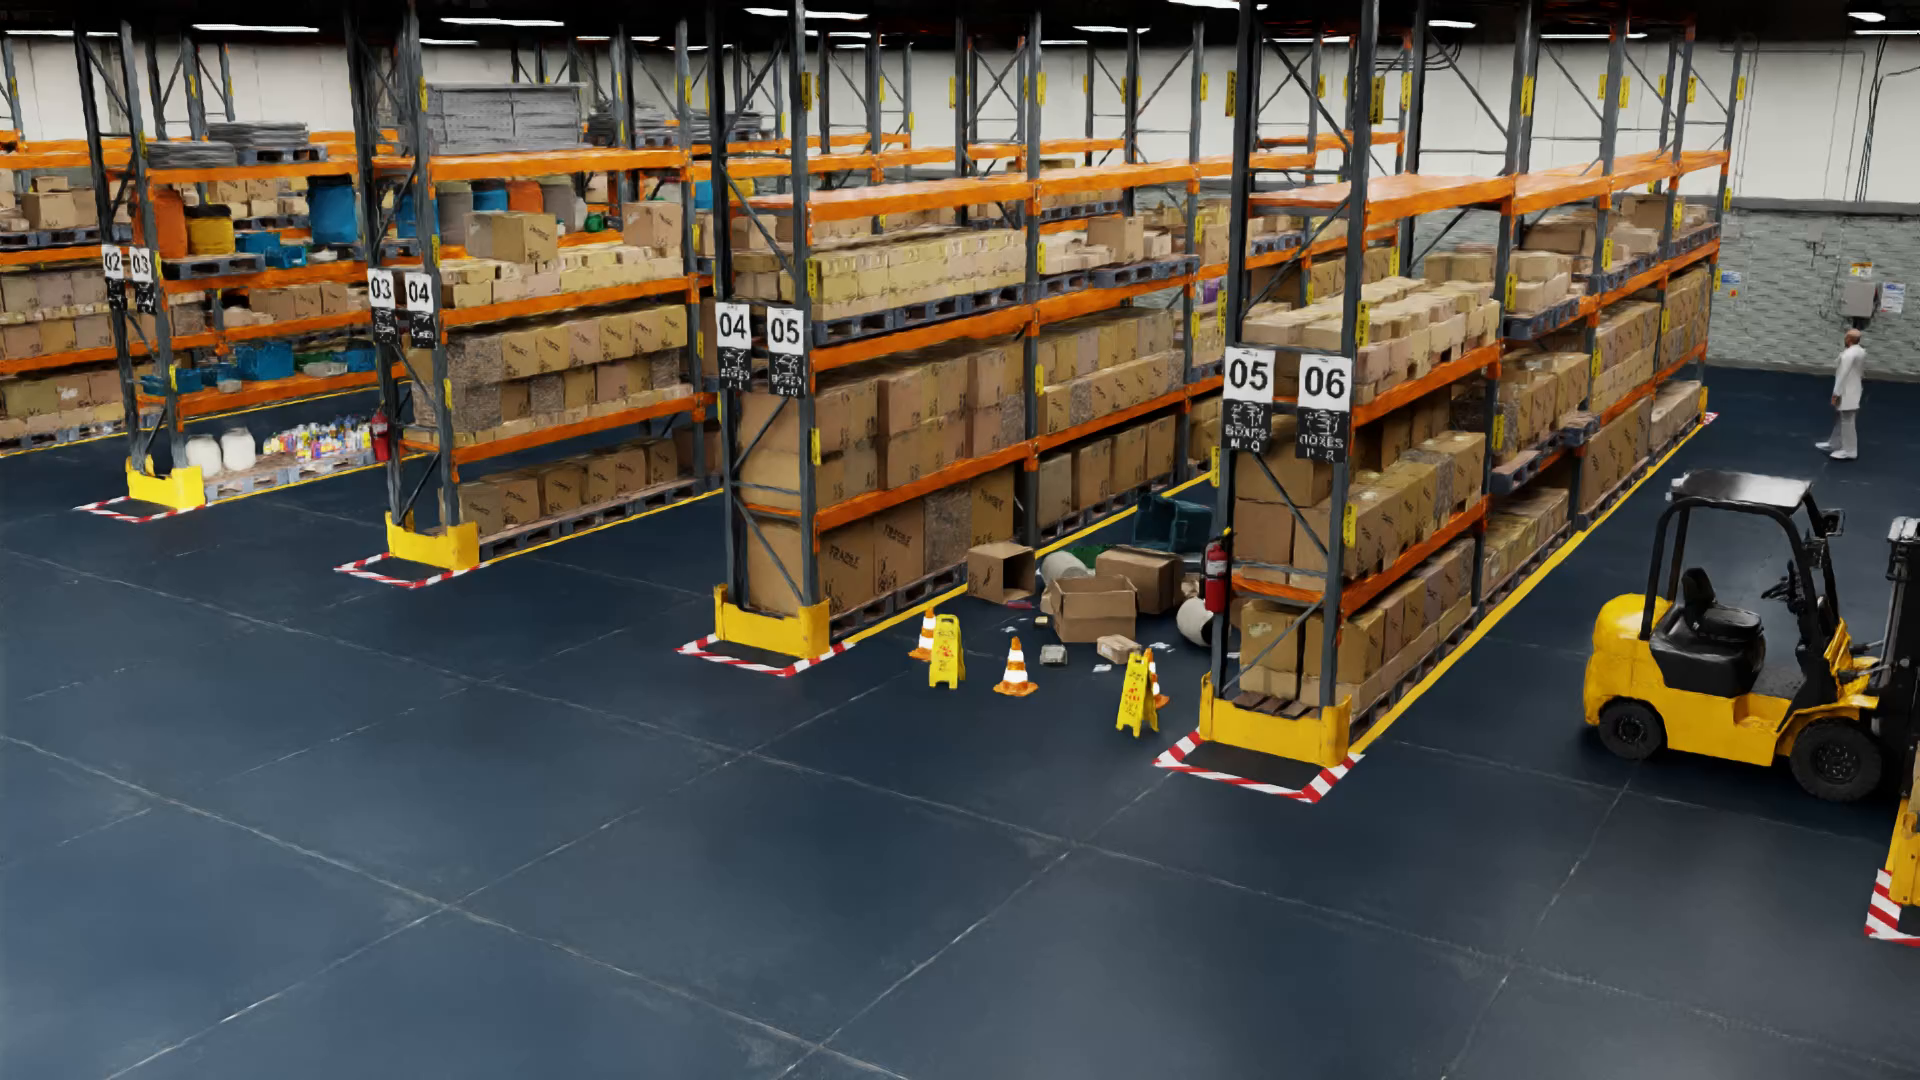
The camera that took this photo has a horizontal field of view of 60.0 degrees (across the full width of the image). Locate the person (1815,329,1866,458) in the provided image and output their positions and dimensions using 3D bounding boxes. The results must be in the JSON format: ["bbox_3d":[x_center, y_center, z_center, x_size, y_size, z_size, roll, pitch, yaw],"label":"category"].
[{"bbox_3d":[12.395,-2.077,23.308,0.635,1.771,0.710,14,21,42],"label":"person"}]

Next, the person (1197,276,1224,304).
[{"bbox_3d":[5.082,-4.814,33.624,0.554,1.525,0.785,4,16,14],"label":"person"}]
